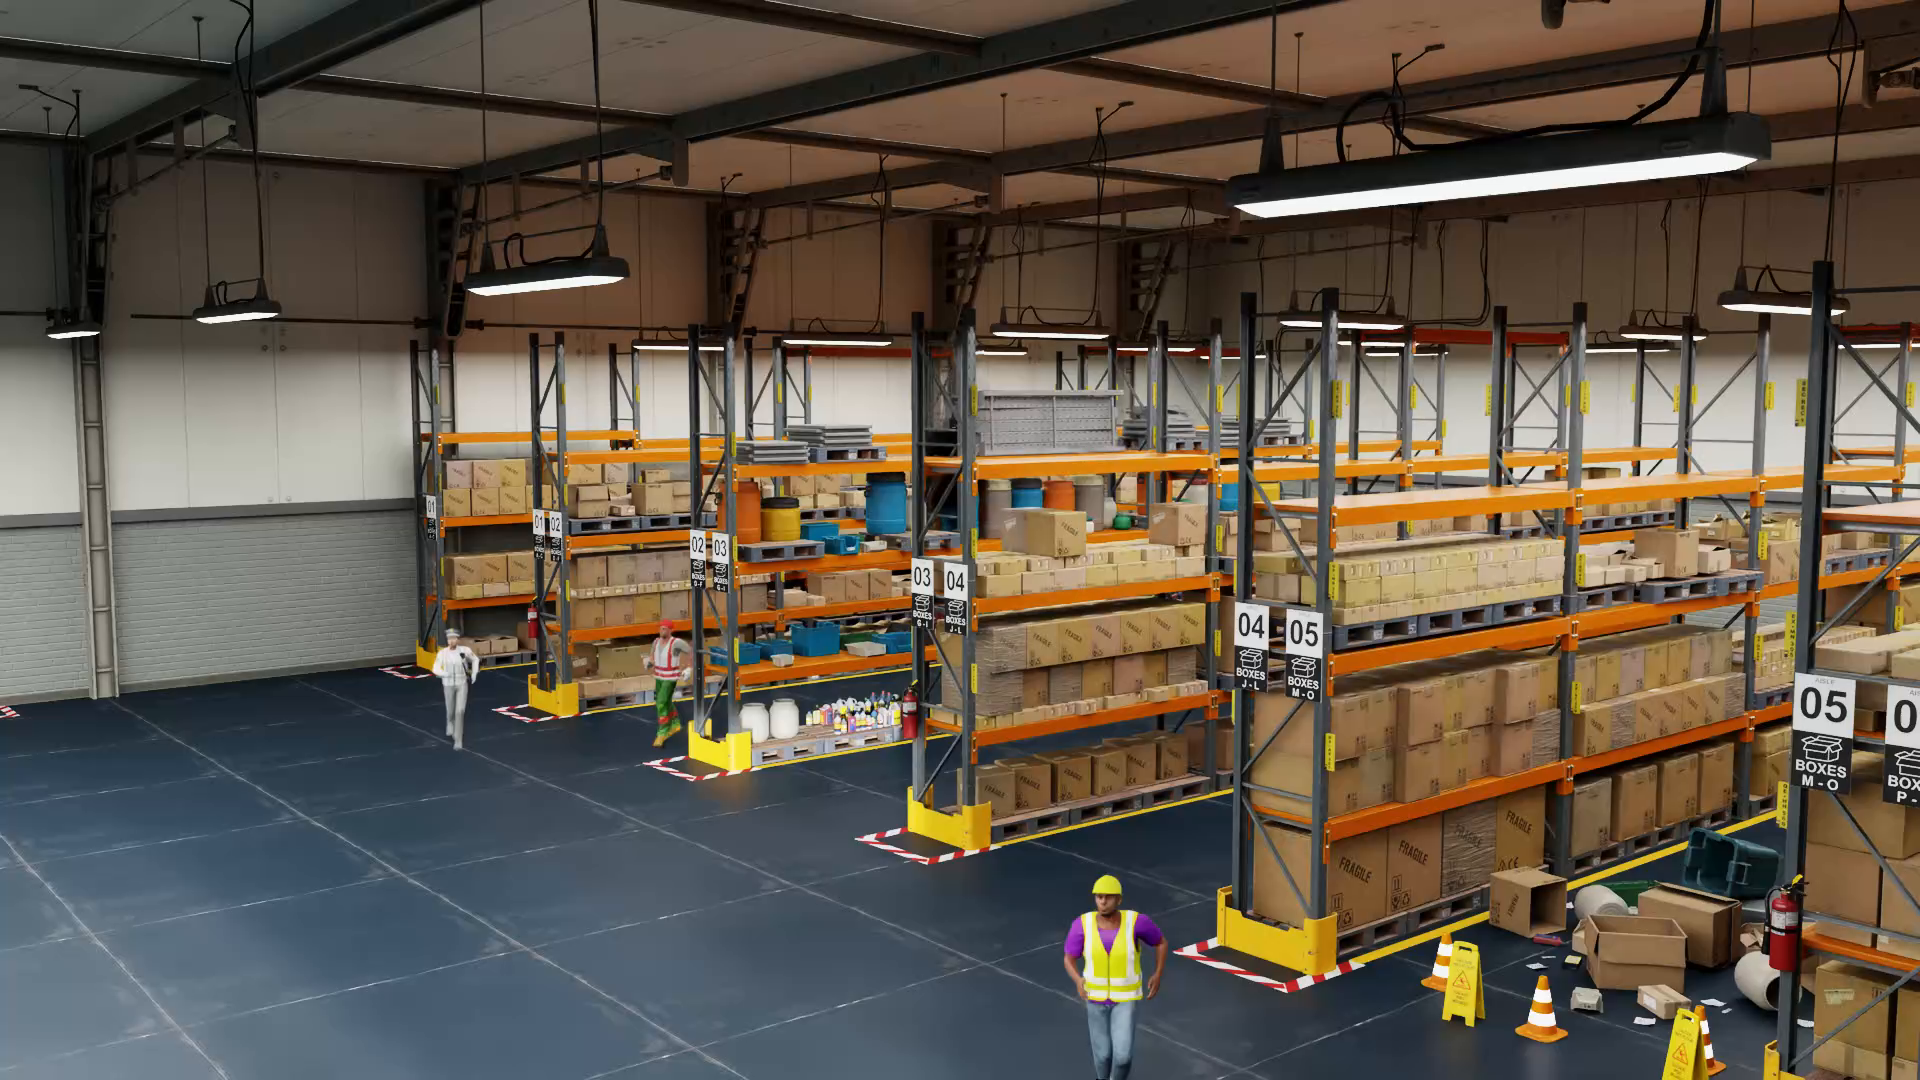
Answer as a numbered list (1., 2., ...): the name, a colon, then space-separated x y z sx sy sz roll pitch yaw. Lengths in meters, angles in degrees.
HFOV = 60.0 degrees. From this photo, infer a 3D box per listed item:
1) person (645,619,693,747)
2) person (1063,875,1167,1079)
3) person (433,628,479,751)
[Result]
1. person: -4.214 2.052 24.093 0.696 1.853 0.754 4 6 35
2. person: 1.069 3.223 11.683 0.712 1.737 0.653 1 5 14
3. person: -7.256 2.106 23.962 0.623 1.718 0.936 -1 5 -11
